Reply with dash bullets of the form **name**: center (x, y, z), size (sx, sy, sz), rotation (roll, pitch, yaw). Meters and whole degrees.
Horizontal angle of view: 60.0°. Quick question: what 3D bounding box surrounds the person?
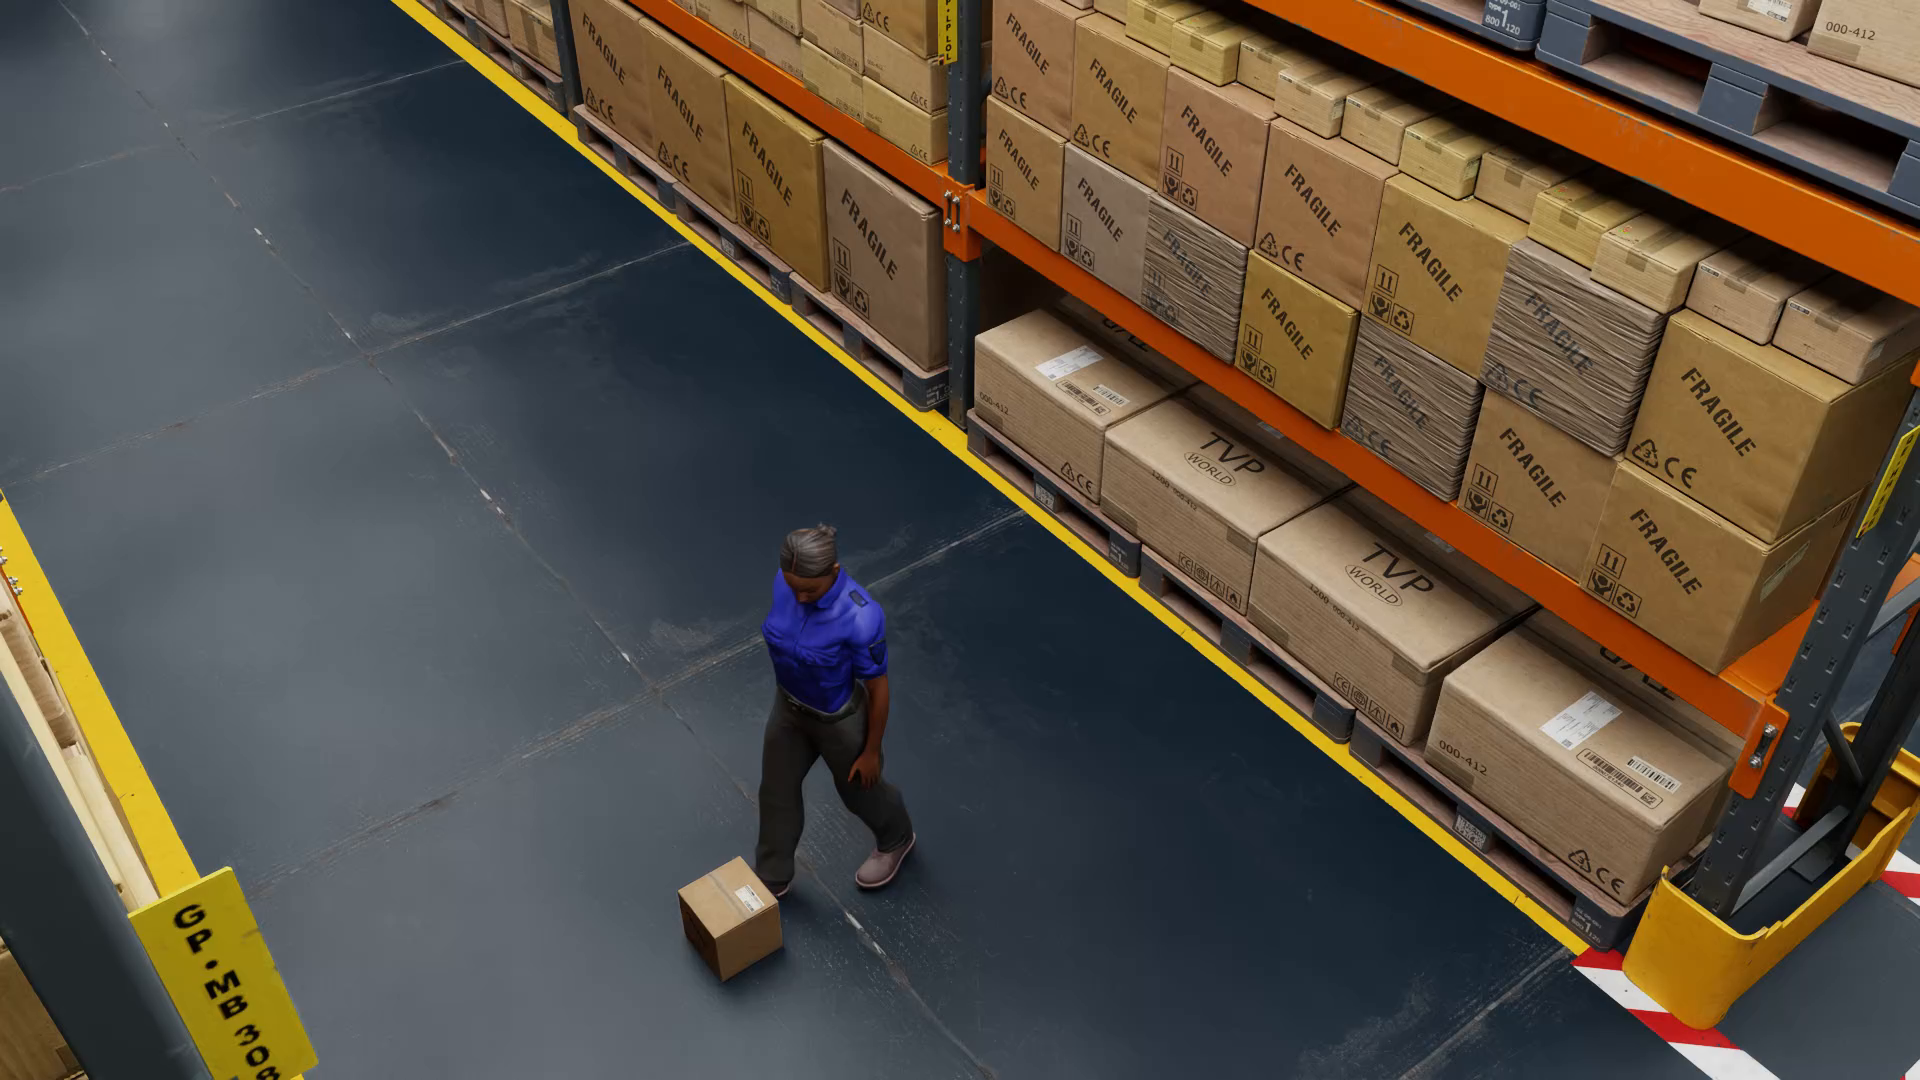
- **person**: center (-0.480, 0.625, 5.419), size (0.490, 1.626, 0.730), rotation (29, 48, 30)
